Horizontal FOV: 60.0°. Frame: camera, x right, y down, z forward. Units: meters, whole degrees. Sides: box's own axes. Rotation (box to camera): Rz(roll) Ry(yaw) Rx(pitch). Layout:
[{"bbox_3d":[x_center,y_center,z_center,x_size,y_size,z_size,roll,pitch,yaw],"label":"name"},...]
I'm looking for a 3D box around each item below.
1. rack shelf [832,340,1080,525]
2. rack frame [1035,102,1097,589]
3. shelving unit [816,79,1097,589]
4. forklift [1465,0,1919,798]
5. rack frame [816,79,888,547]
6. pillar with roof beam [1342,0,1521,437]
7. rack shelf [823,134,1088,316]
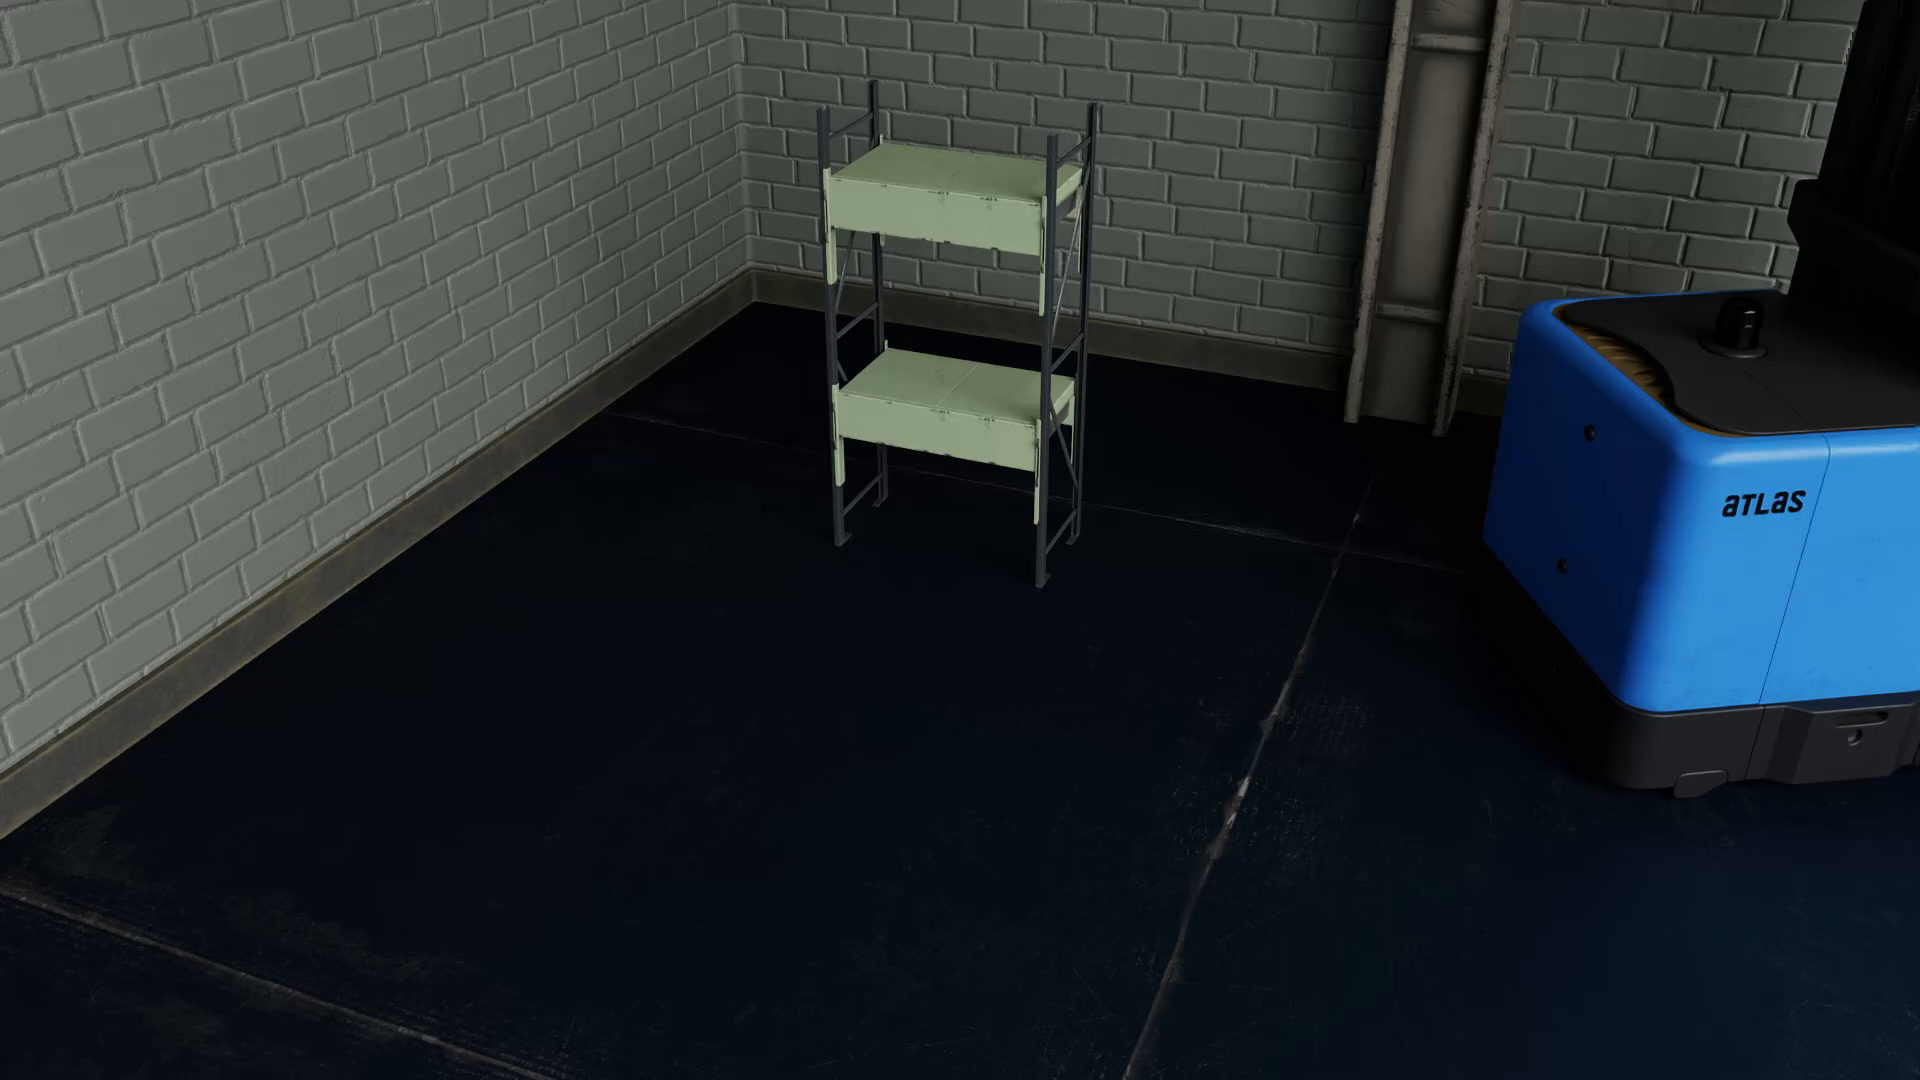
[{"bbox_3d":[-0.006,-0.370,5.544,0.720,0.370,0.431,11,31,19],"label":"rack shelf"},{"bbox_3d":[0.333,-0.586,5.263,0.023,1.500,0.400,11,31,19],"label":"rack frame"},{"bbox_3d":[-0.006,-0.654,5.383,0.755,1.500,0.431,11,31,19],"label":"shelving unit"},{"bbox_3d":[3.155,-0.900,4.364,3.031,2.935,1.130,-4,30,-7],"label":"forklift"},{"bbox_3d":[-0.345,-0.722,5.503,0.023,1.500,0.400,11,31,19],"label":"rack frame"},{"bbox_3d":[0.137,-2.460,0.956,0.400,9.000,9.100,11,31,19],"label":"pillar with roof beam"},{"bbox_3d":[-0.006,-0.994,5.191,0.720,0.370,0.431,11,31,19],"label":"rack shelf"}]
